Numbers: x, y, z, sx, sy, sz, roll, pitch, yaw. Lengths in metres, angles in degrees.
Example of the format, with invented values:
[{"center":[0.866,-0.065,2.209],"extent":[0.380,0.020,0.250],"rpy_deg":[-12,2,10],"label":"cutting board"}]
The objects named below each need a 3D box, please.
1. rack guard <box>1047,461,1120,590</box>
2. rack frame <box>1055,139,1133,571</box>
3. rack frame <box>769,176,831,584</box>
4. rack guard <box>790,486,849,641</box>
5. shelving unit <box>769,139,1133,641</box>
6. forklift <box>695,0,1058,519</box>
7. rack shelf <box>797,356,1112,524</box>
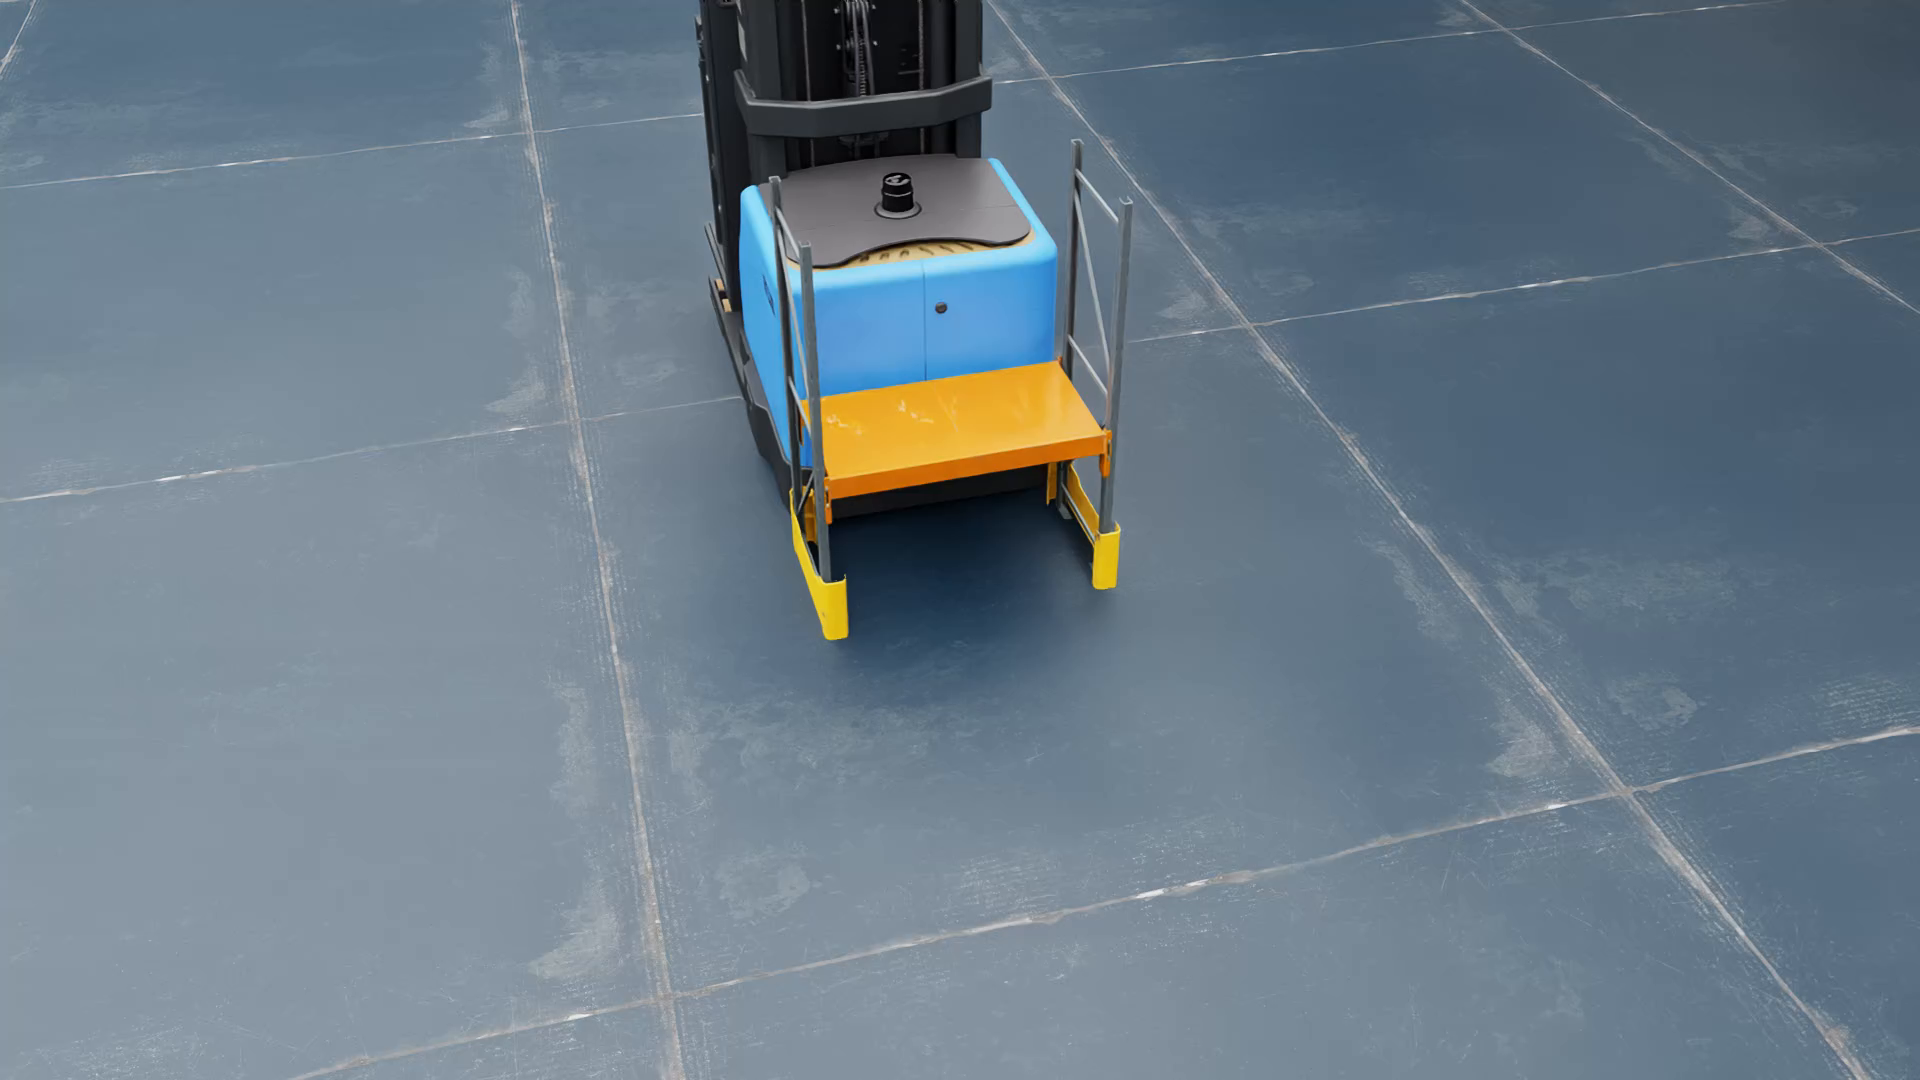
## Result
[{"center":[0.451,-0.092,6.165],"extent":[0.087,0.250,0.587],"rpy_deg":[-10,39,-13],"label":"rack guard"},{"center":[0.452,-0.589,5.786],"extent":[0.032,1.500,0.500],"rpy_deg":[-10,39,-13],"label":"rack frame"},{"center":[-0.524,-0.417,5.560],"extent":[0.032,1.500,0.500],"rpy_deg":[-10,39,-13],"label":"rack frame"},{"center":[-0.505,0.077,5.944],"extent":[0.087,0.250,0.587],"rpy_deg":[-10,39,-13],"label":"rack guard"},{"center":[-0.027,-0.504,5.675],"extent":[1.083,1.500,0.587],"rpy_deg":[-10,39,-13],"label":"shelving unit"},{"center":[-0.515,-2.131,6.624],"extent":[1.130,2.935,3.031],"rpy_deg":[-9,38,-12],"label":"forklift"},{"center":[-0.036,-0.360,5.782],"extent":[1.000,0.185,0.538],"rpy_deg":[-10,39,-13],"label":"rack shelf"}]
